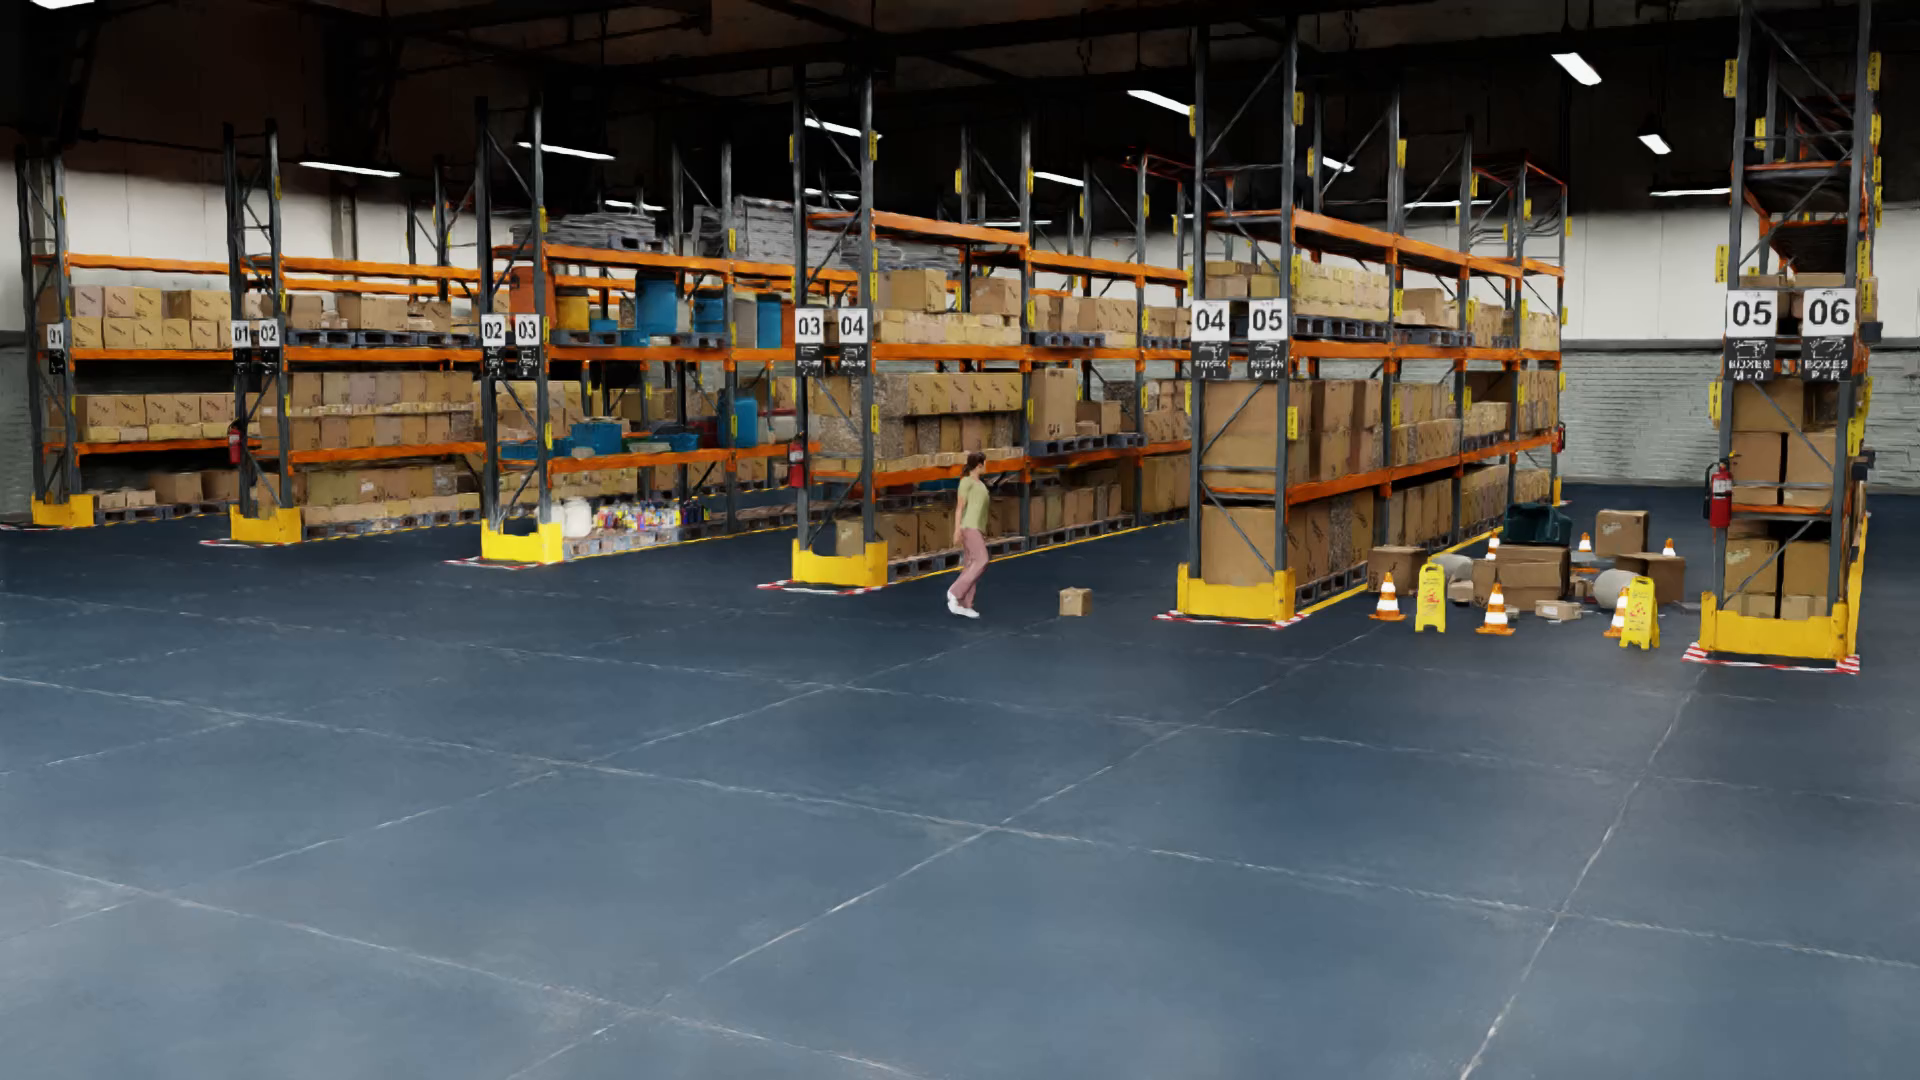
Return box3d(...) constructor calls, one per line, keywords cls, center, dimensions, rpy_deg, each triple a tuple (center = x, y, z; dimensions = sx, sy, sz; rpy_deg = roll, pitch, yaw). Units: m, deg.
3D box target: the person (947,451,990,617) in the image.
box3d(cls="person", center=(0.138, 0.059, 16.838), dimensions=(0.437, 1.421, 0.654), rpy_deg=(3, 7, 27))
